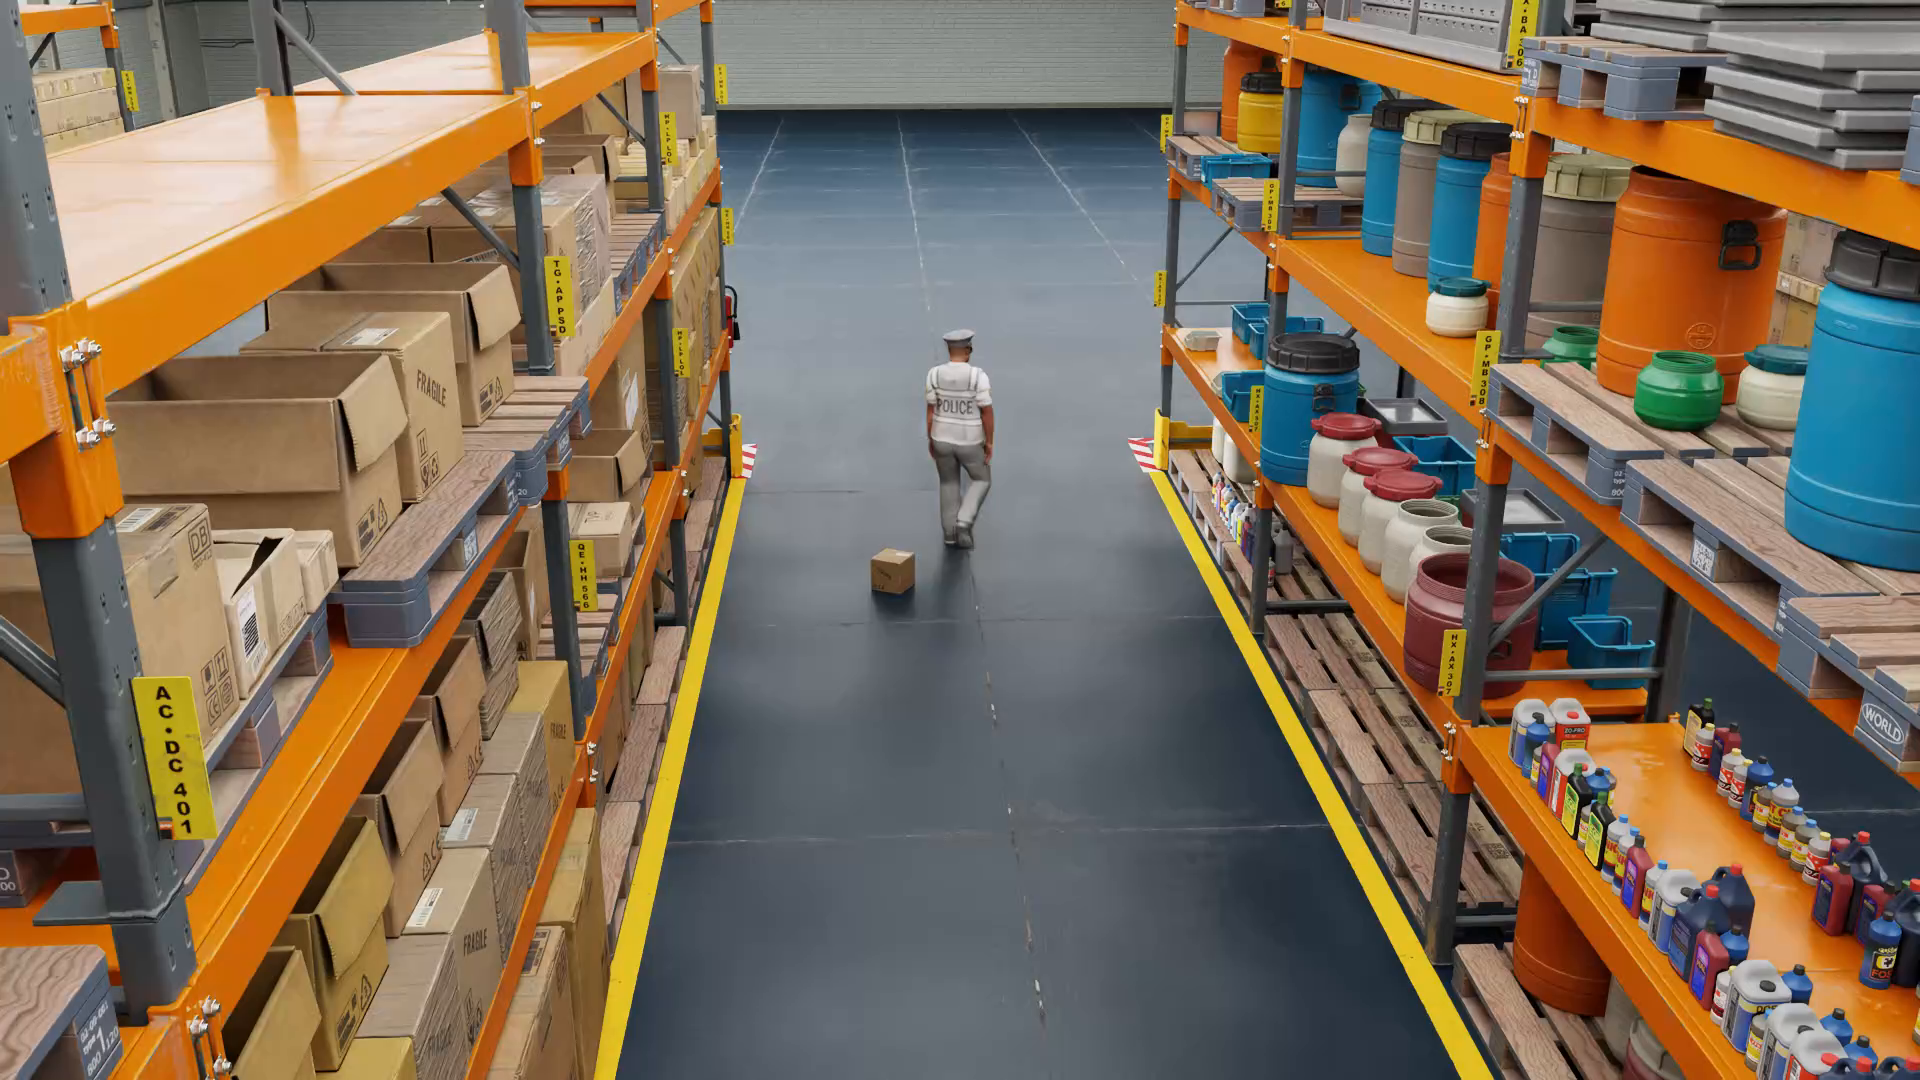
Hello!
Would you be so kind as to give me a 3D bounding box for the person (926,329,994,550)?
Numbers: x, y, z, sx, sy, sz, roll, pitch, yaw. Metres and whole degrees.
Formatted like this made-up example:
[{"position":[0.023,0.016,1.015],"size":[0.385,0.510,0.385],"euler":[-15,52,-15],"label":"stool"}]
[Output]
[{"position":[-0.001,-0.773,13.113],"size":[0.557,1.746,0.521],"euler":[5,21,14],"label":"person"}]
